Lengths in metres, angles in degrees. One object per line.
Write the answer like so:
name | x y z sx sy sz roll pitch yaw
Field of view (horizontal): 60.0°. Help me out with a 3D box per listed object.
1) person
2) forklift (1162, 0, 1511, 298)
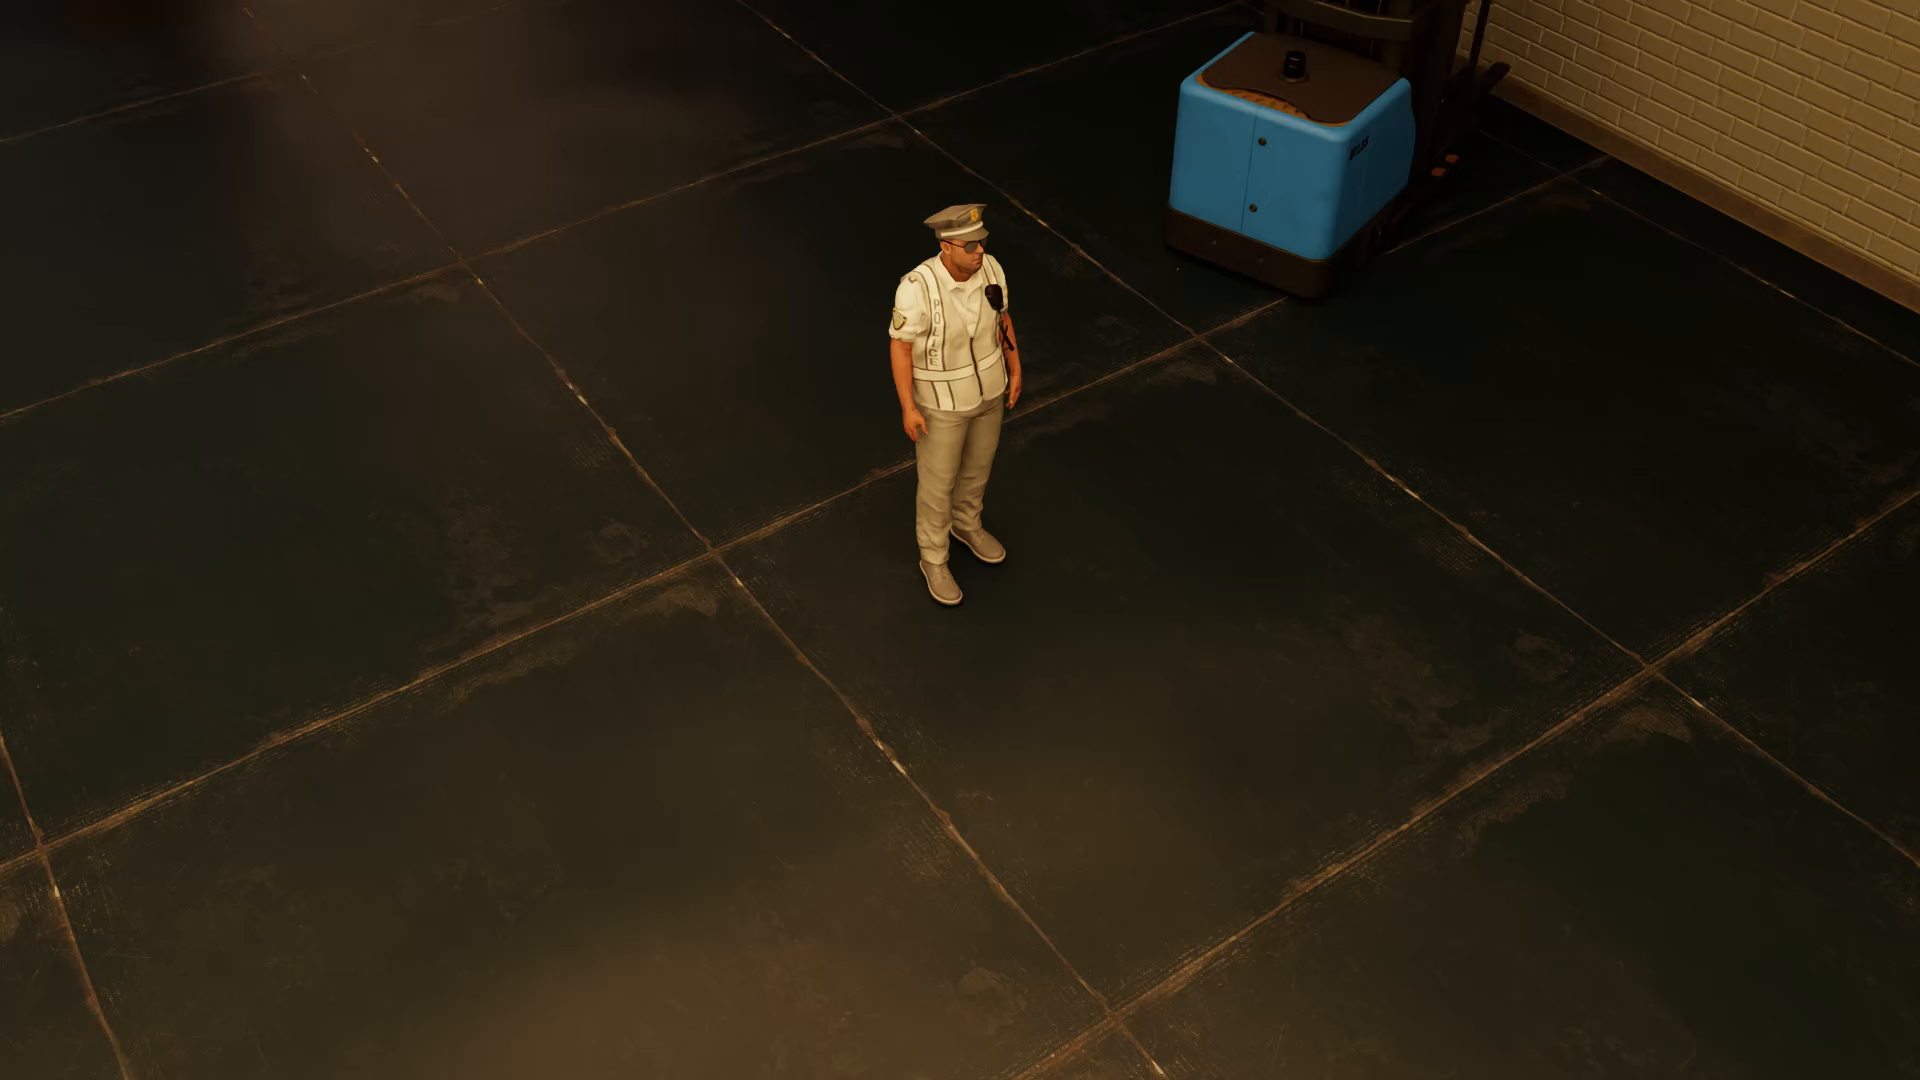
person | 0.036 -0.614 7.217 0.641 1.781 0.574 -25 48 -25
forklift | 2.463 -3.371 9.374 1.130 2.935 3.031 27 49 26
